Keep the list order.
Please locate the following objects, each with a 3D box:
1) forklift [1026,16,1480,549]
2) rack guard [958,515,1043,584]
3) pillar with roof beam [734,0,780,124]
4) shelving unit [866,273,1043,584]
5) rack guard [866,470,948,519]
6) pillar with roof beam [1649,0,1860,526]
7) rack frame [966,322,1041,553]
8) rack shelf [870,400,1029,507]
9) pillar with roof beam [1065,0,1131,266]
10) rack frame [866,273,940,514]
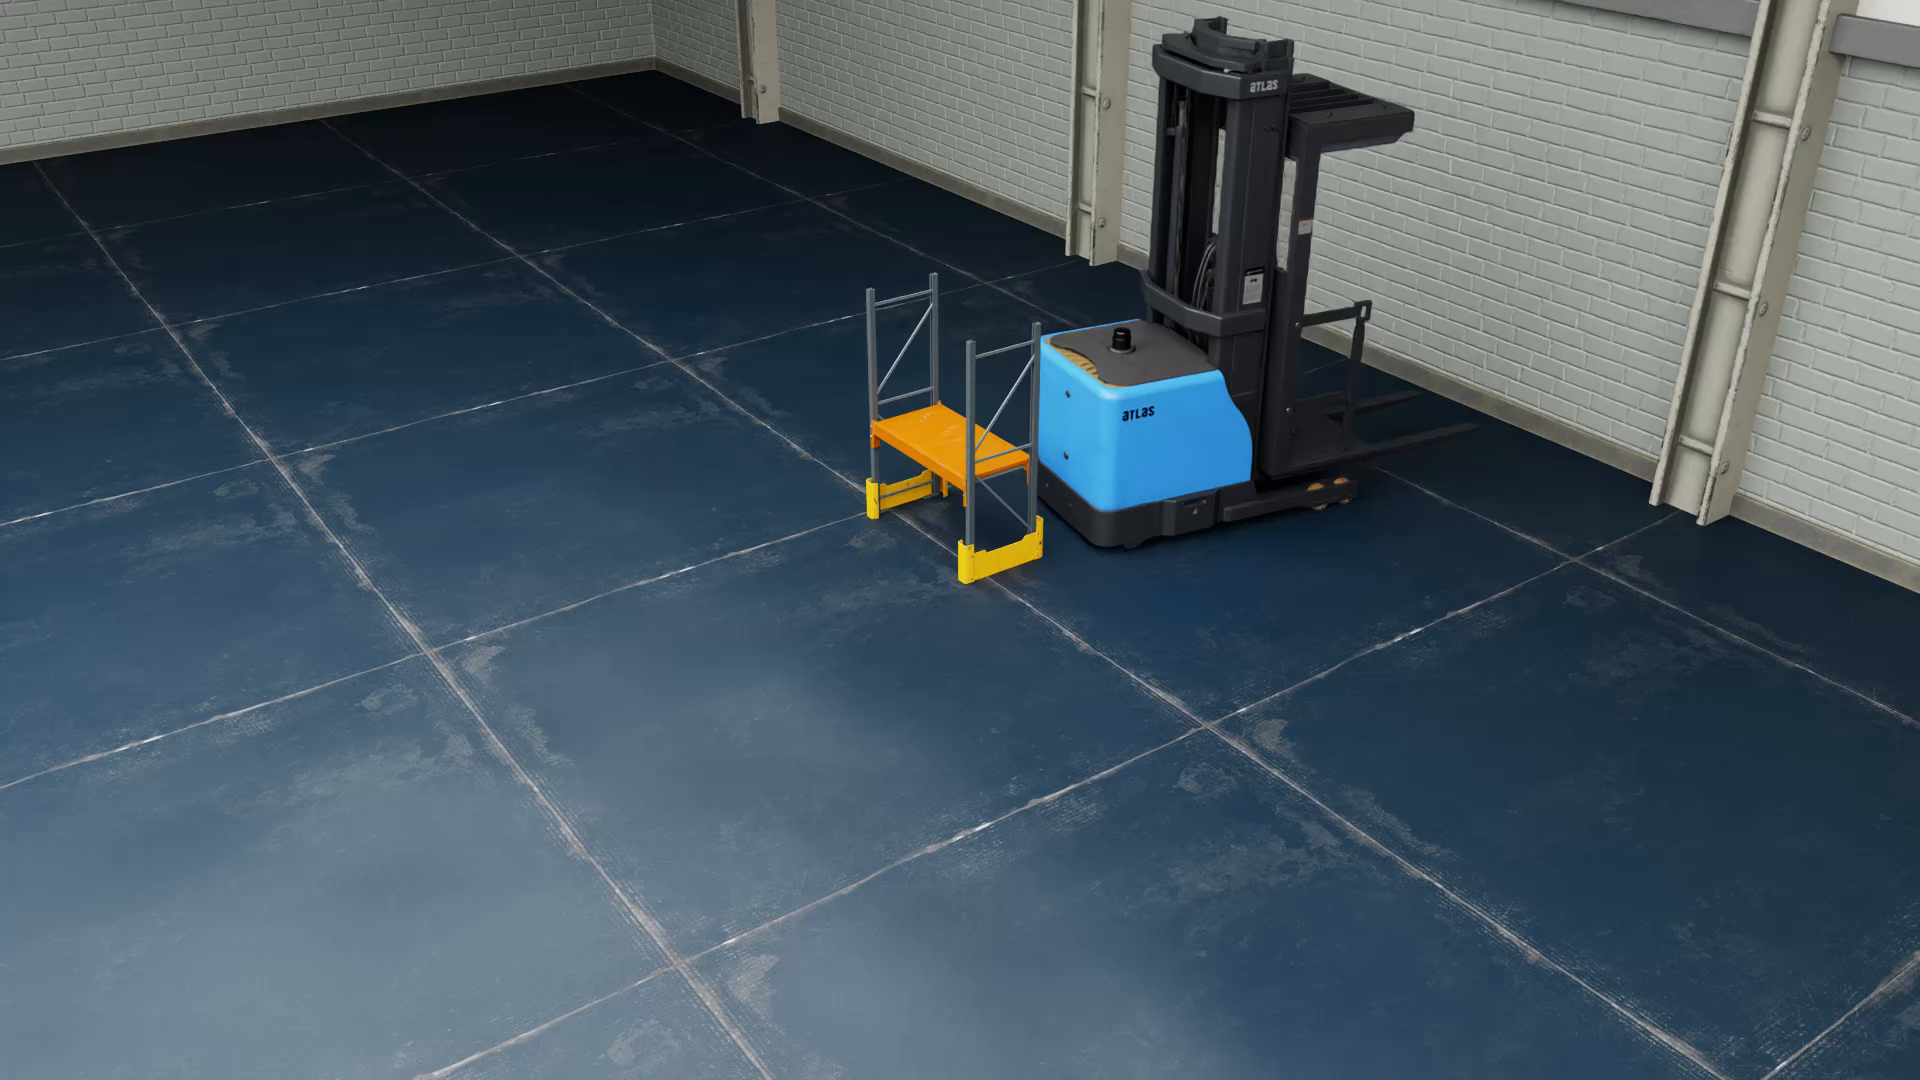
[{"bbox_3d":[1.989,-1.695,10.300,3.031,2.935,1.130,-13,31,-22],"label":"forklift"},{"bbox_3d":[0.245,0.054,9.888,0.587,0.250,0.087,-19,34,-31],"label":"rack guard"},{"bbox_3d":[-5.802,-7.635,14.878,9.100,9.000,0.400,-19,34,-31],"label":"pillar with roof beam"},{"bbox_3d":[-0.044,-0.689,9.947,0.587,1.500,1.083,-19,34,-31],"label":"shelving unit"},{"bbox_3d":[-0.333,-0.333,10.601,0.587,0.250,0.087,-19,34,-31],"label":"rack guard"},{"bbox_3d":[1.159,-2.969,6.289,9.100,9.000,0.400,-19,34,-31],"label":"pillar with roof beam"},{"bbox_3d":[0.245,-0.495,9.589,0.500,1.500,0.032,-19,34,-31],"label":"rack frame"},{"bbox_3d":[-0.049,-0.534,10.039,0.538,0.185,1.000,-19,34,-31],"label":"rack shelf"},{"bbox_3d":[-2.321,-5.302,10.584,9.100,9.000,0.400,-19,34,-31],"label":"pillar with roof beam"},{"bbox_3d":[-0.344,-0.890,10.317,0.500,1.500,0.032,-19,34,-31],"label":"rack frame"}]
